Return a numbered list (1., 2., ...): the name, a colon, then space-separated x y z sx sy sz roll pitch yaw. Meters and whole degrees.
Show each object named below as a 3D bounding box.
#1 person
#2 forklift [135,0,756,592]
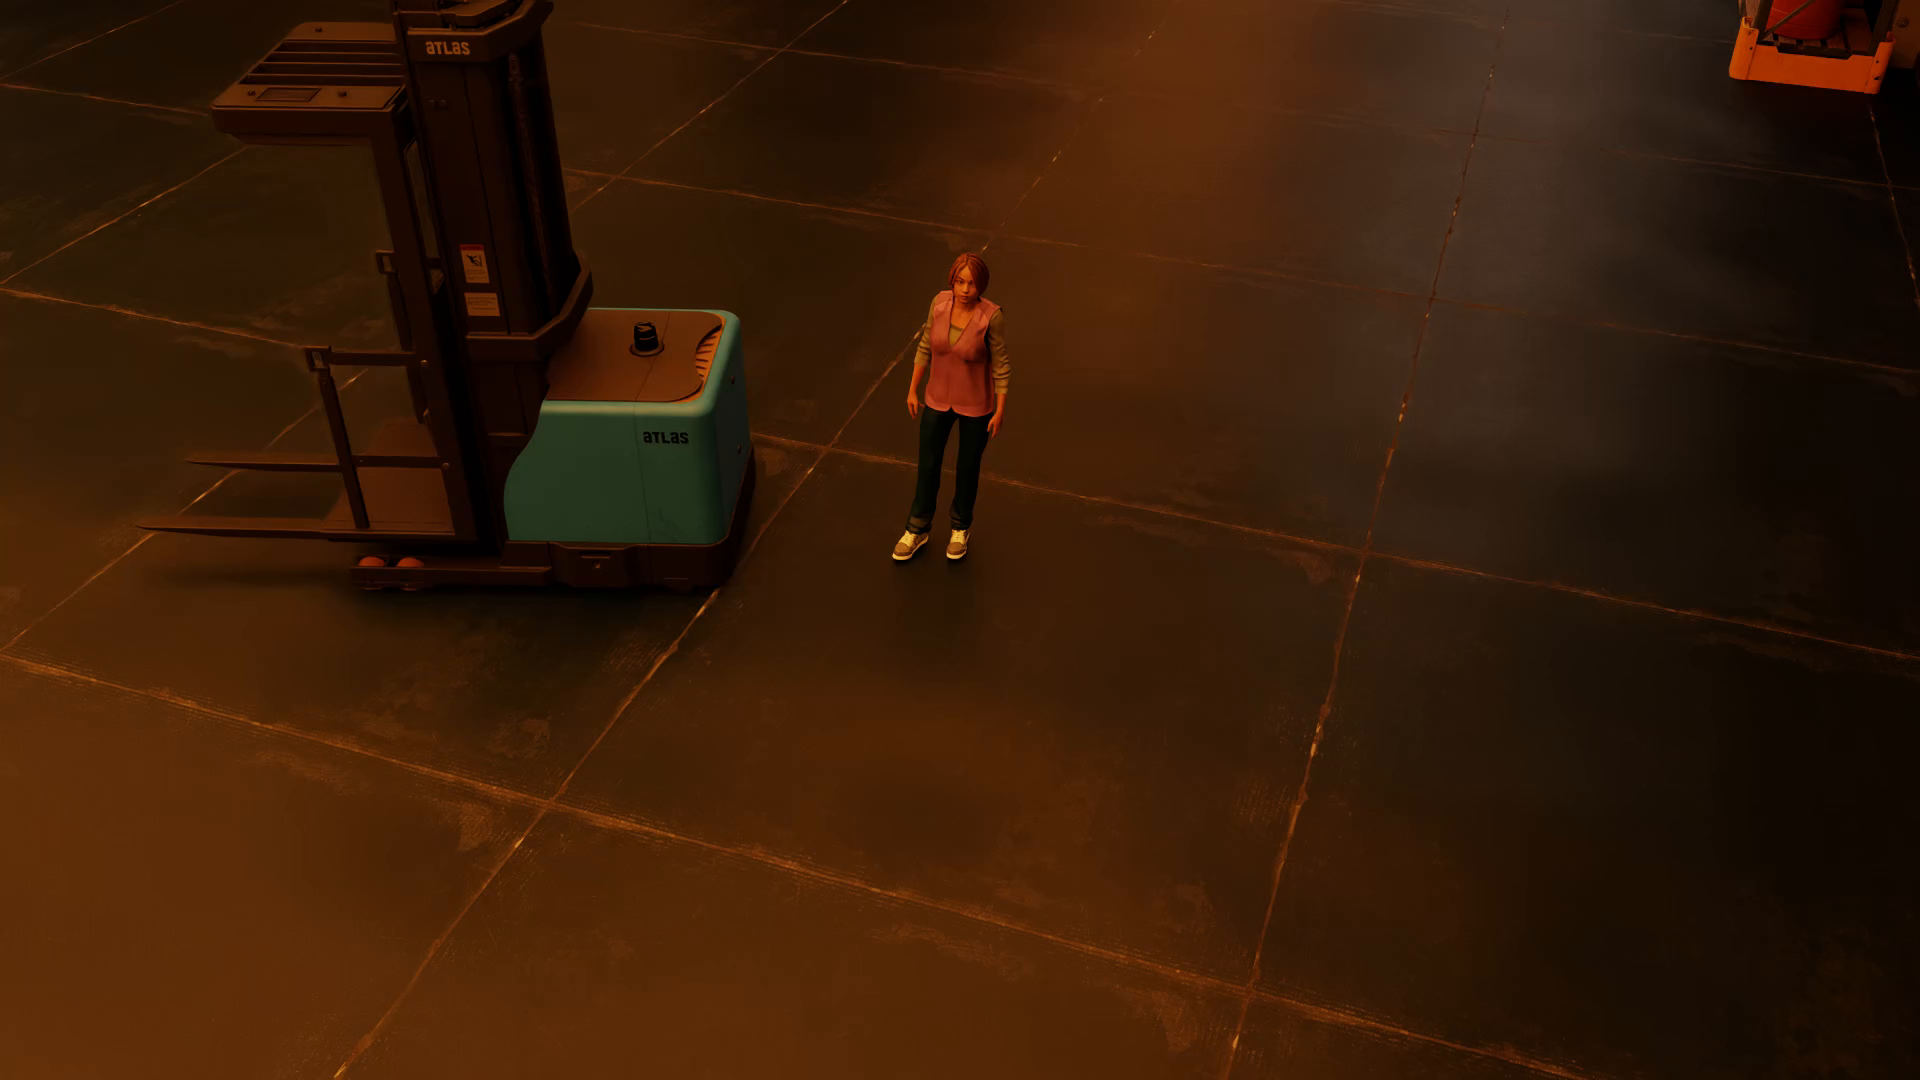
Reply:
1. person: -0.038 -0.619 8.125 0.521 1.599 0.473 12 37 16
2. forklift: -2.628 -1.246 7.868 3.031 2.935 1.130 1 35 2
